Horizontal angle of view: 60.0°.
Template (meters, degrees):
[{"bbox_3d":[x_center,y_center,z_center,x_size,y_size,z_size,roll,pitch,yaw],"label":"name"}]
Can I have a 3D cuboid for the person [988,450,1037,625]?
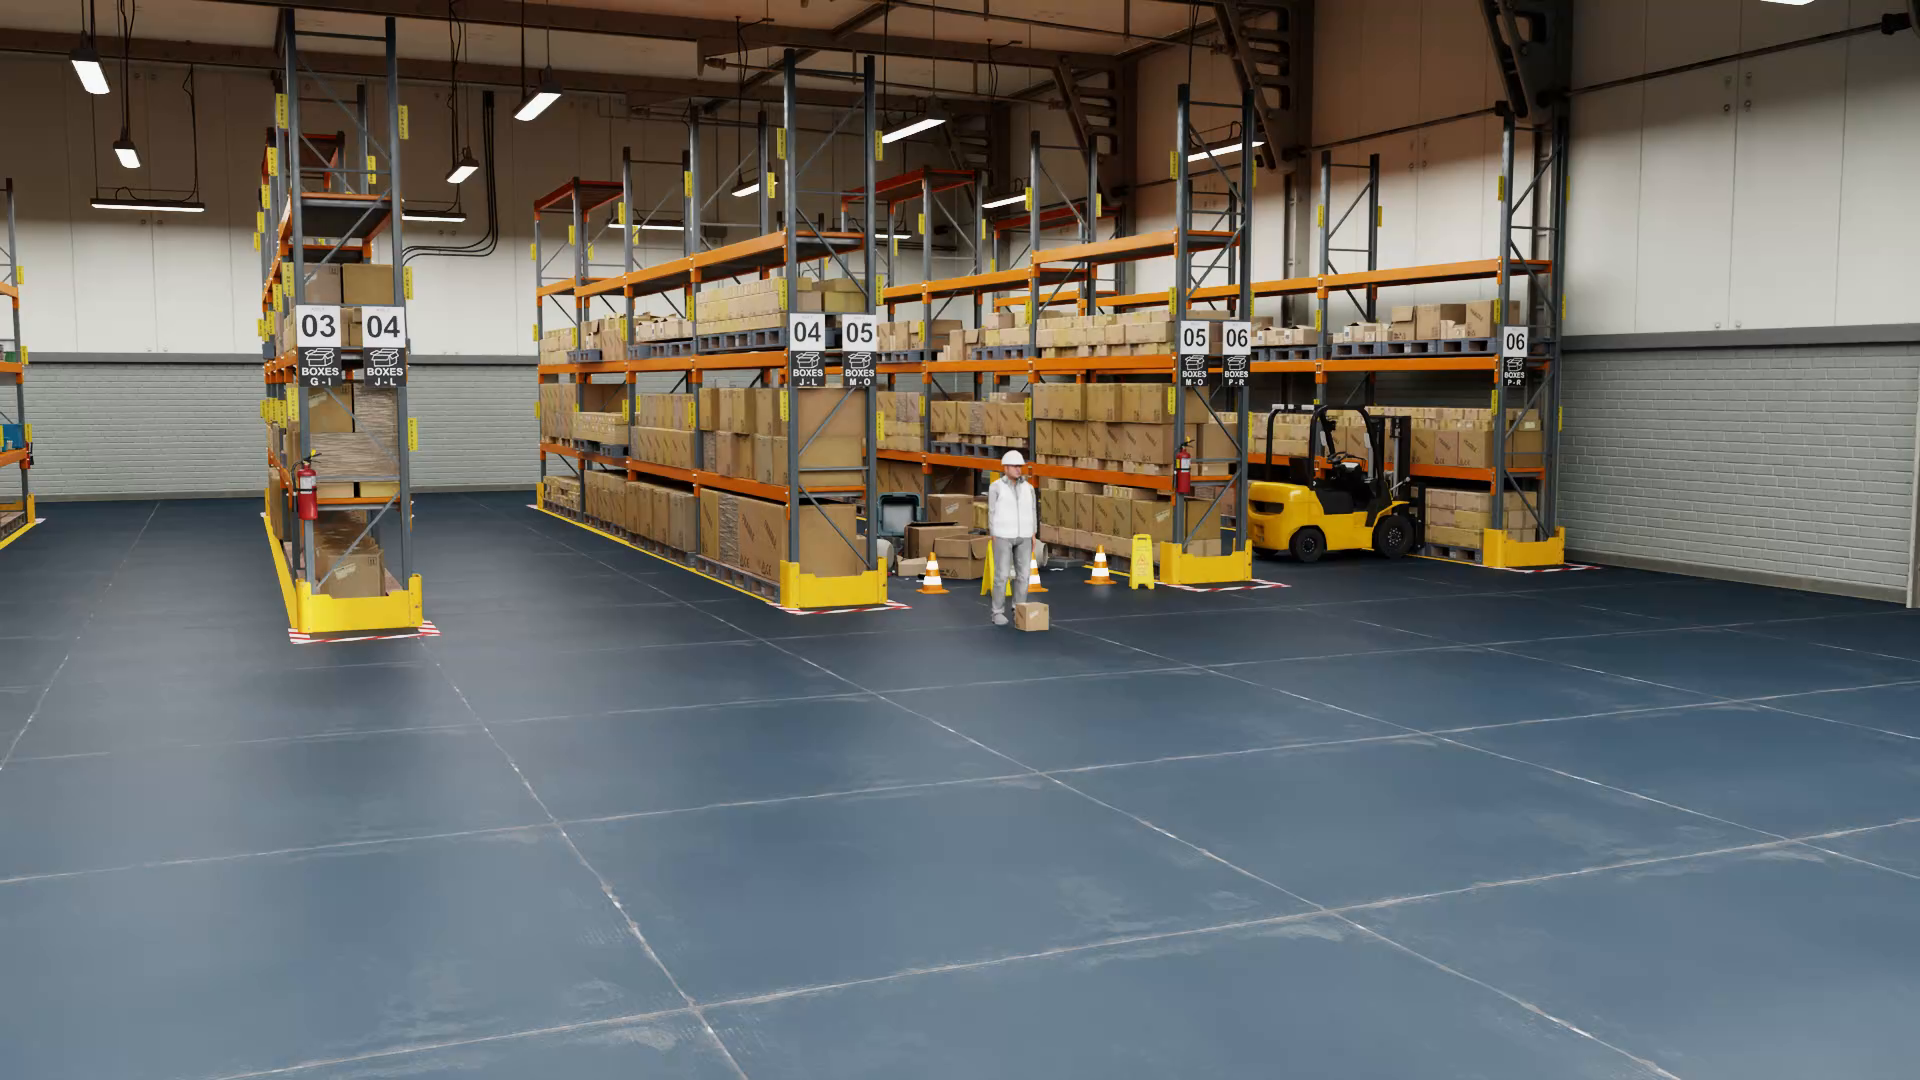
[{"bbox_3d":[0.547,-0.031,16.980,0.533,1.768,0.360,-2,6,-22],"label":"person"}]
